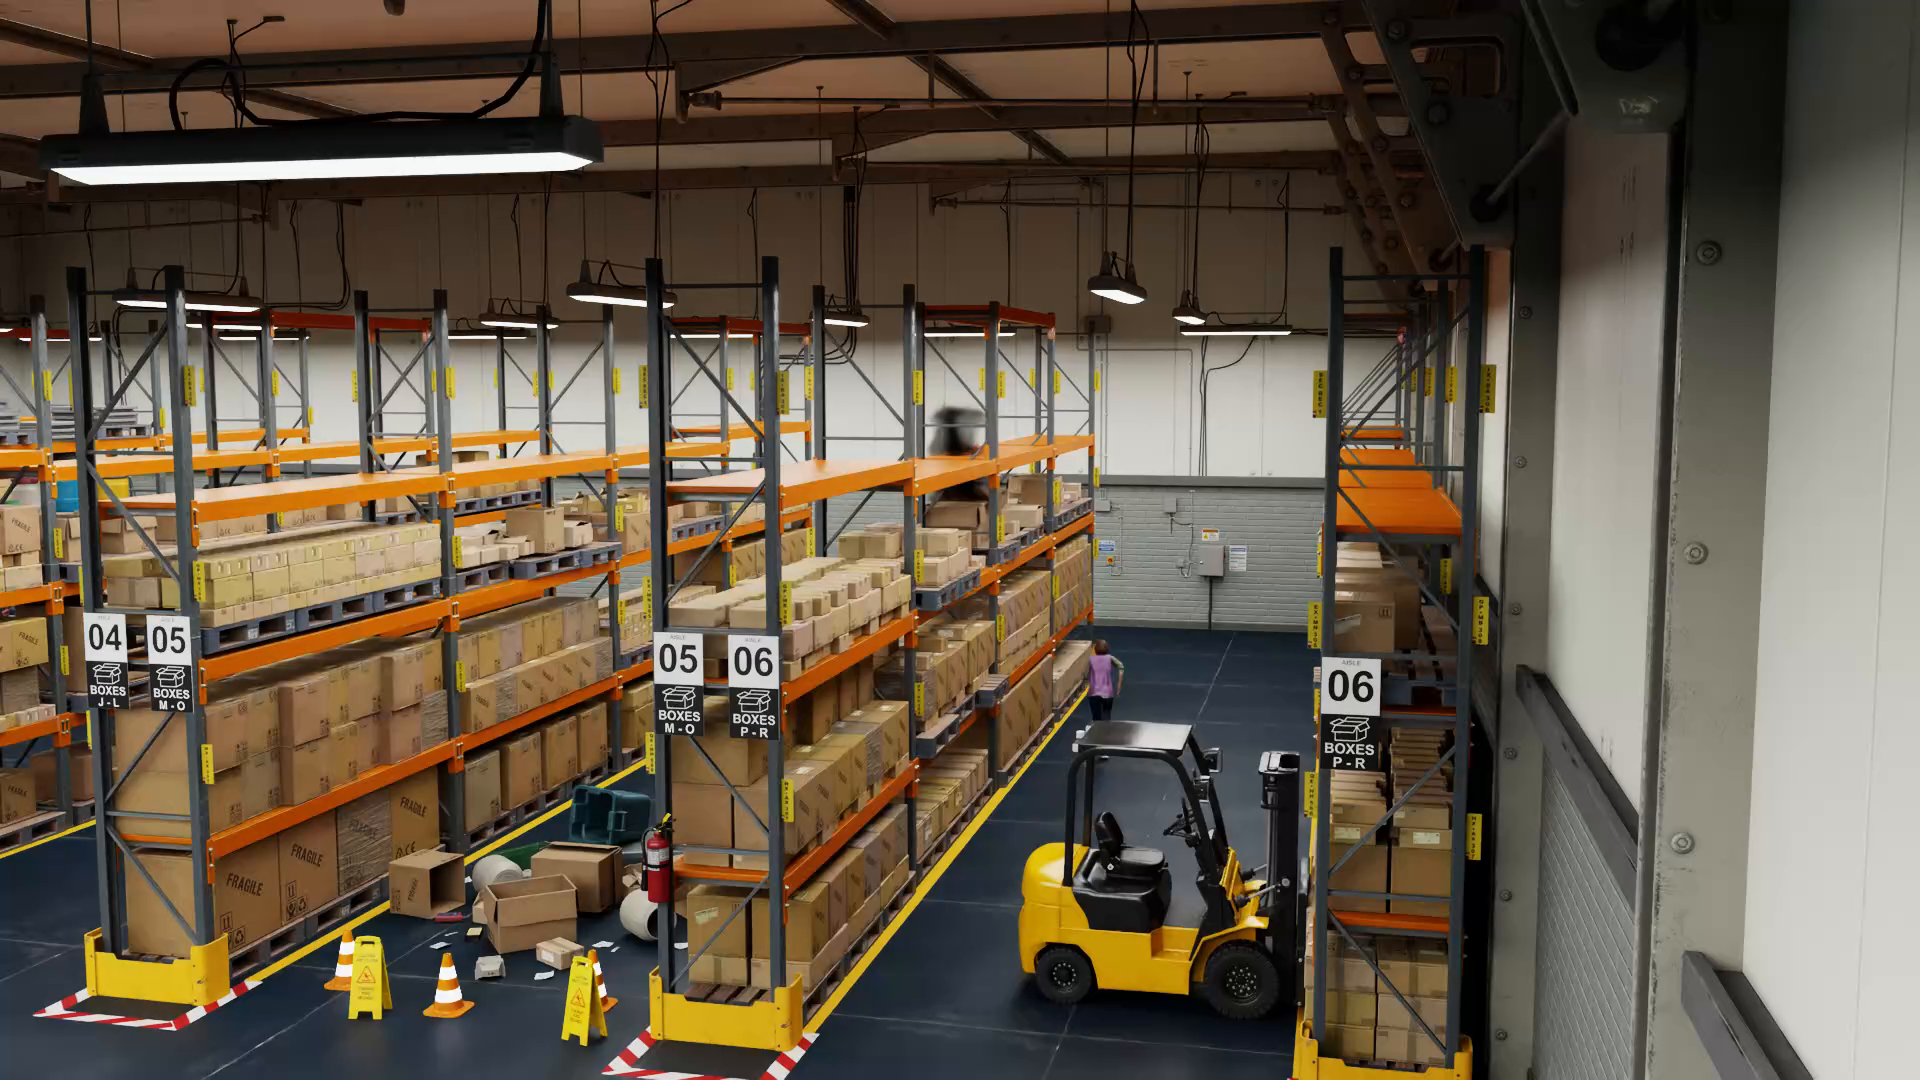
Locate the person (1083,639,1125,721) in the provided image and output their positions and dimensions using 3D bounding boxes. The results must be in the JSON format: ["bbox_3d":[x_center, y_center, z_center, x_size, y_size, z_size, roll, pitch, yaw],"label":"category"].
[{"bbox_3d":[1.941,2.120,22.498,0.546,1.527,0.780,0,6,1],"label":"person"}]
